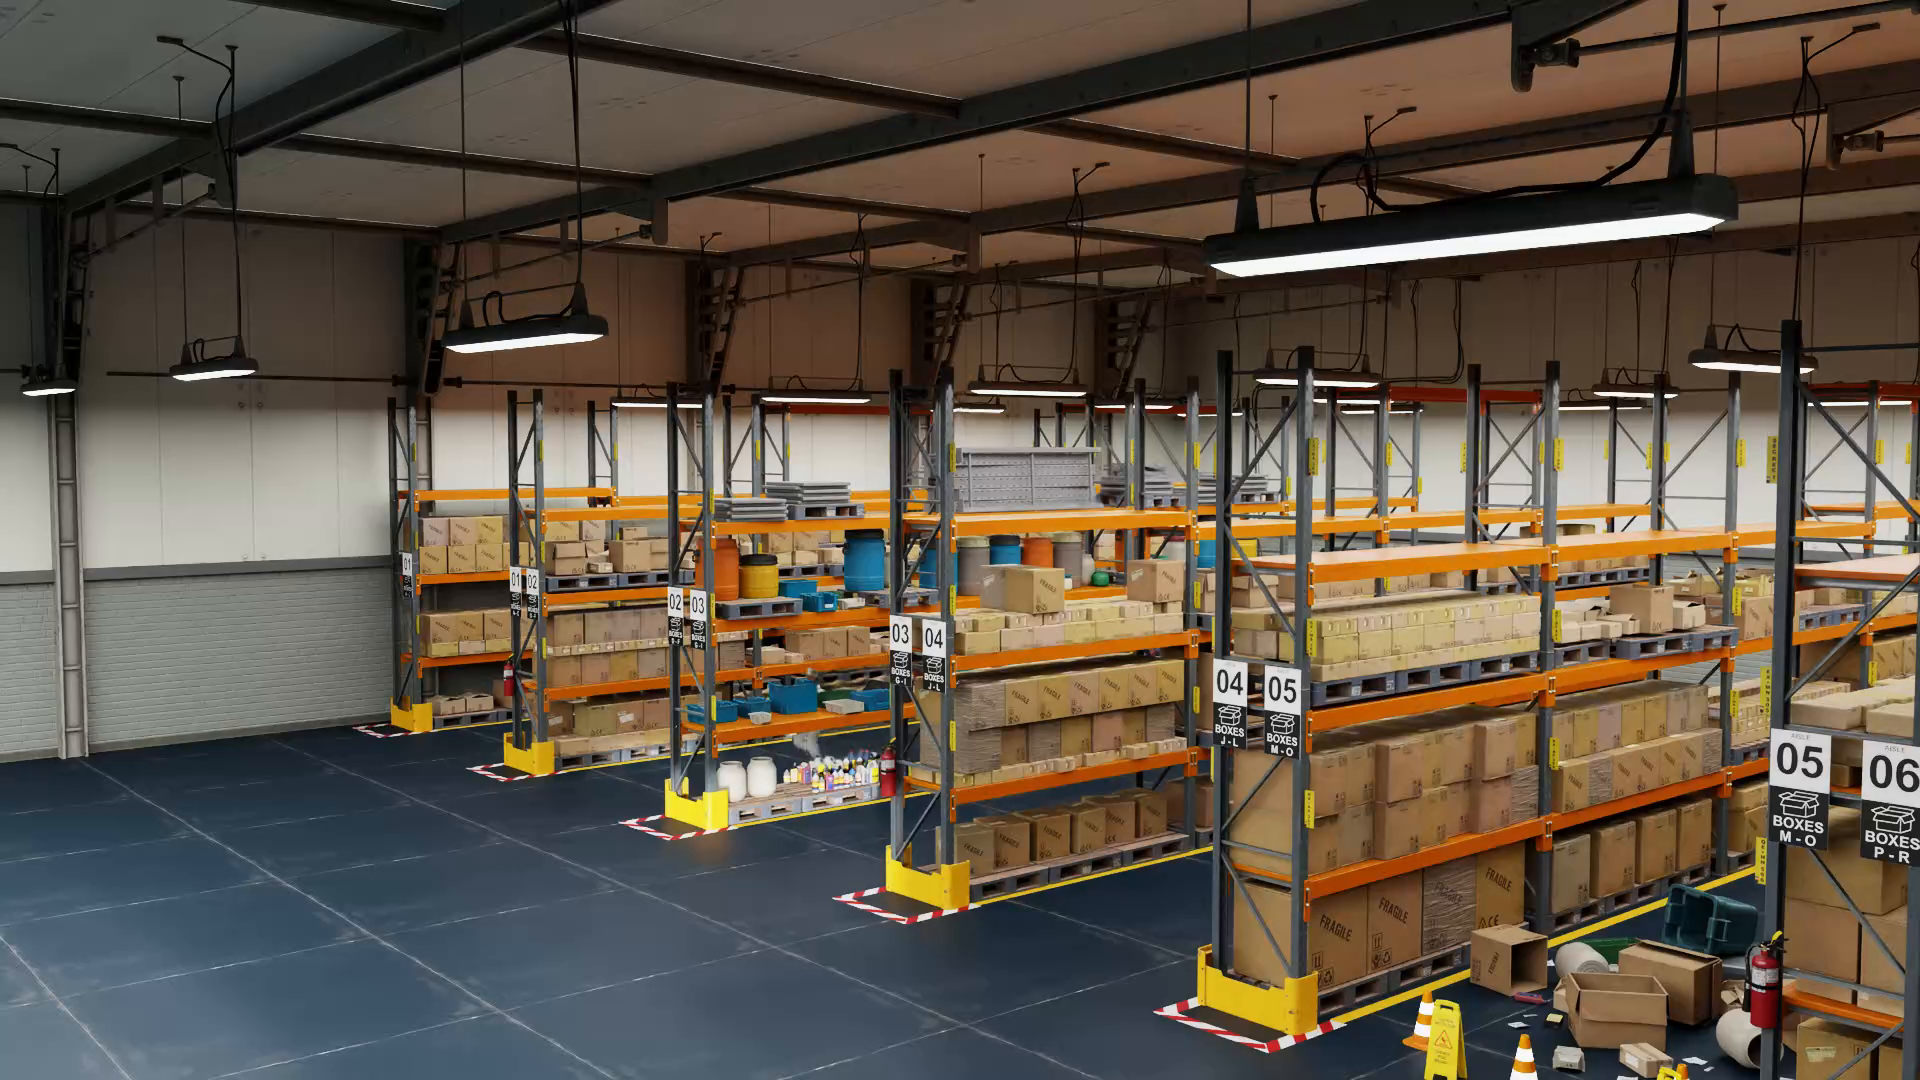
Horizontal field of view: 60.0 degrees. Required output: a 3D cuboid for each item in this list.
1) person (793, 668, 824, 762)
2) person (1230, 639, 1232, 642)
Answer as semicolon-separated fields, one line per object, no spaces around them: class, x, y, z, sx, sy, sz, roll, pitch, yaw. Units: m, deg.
person;-2.368;2.818;26.007;0.548;1.659;0.571;-3;5;-44
person;5.722;2.289;34.534;0.682;1.809;0.725;2;4;33
